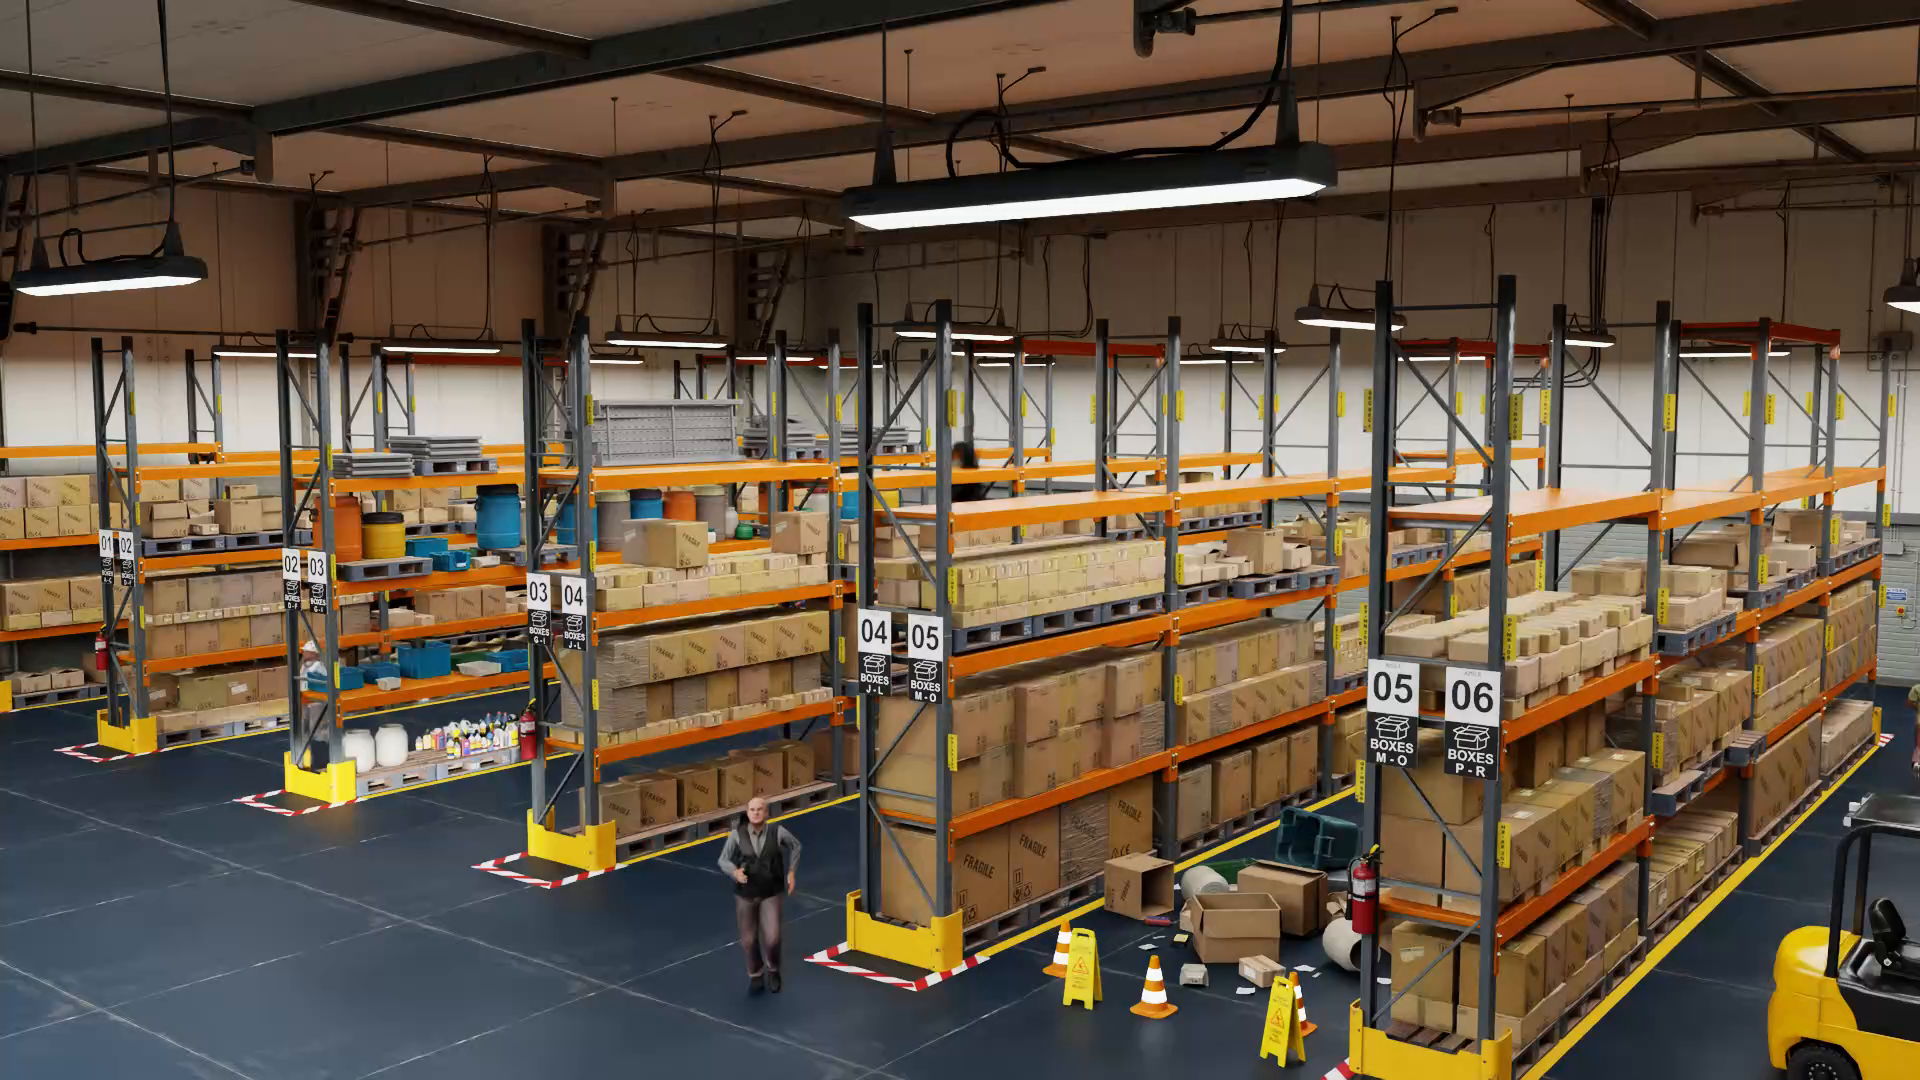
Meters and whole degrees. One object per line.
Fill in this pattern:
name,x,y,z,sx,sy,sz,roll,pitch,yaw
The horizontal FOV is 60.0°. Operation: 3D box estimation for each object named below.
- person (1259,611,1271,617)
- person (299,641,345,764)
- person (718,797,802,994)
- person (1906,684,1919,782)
person,5.117,1.922,27.904,0.527,1.622,0.824,4,6,36
person,-8.990,2.281,23.268,0.677,1.757,0.773,4,6,36
person,-1.721,3.075,14.294,0.719,1.702,0.614,0,5,-5
person,12.764,2.448,21.875,0.586,1.626,0.752,4,6,40
